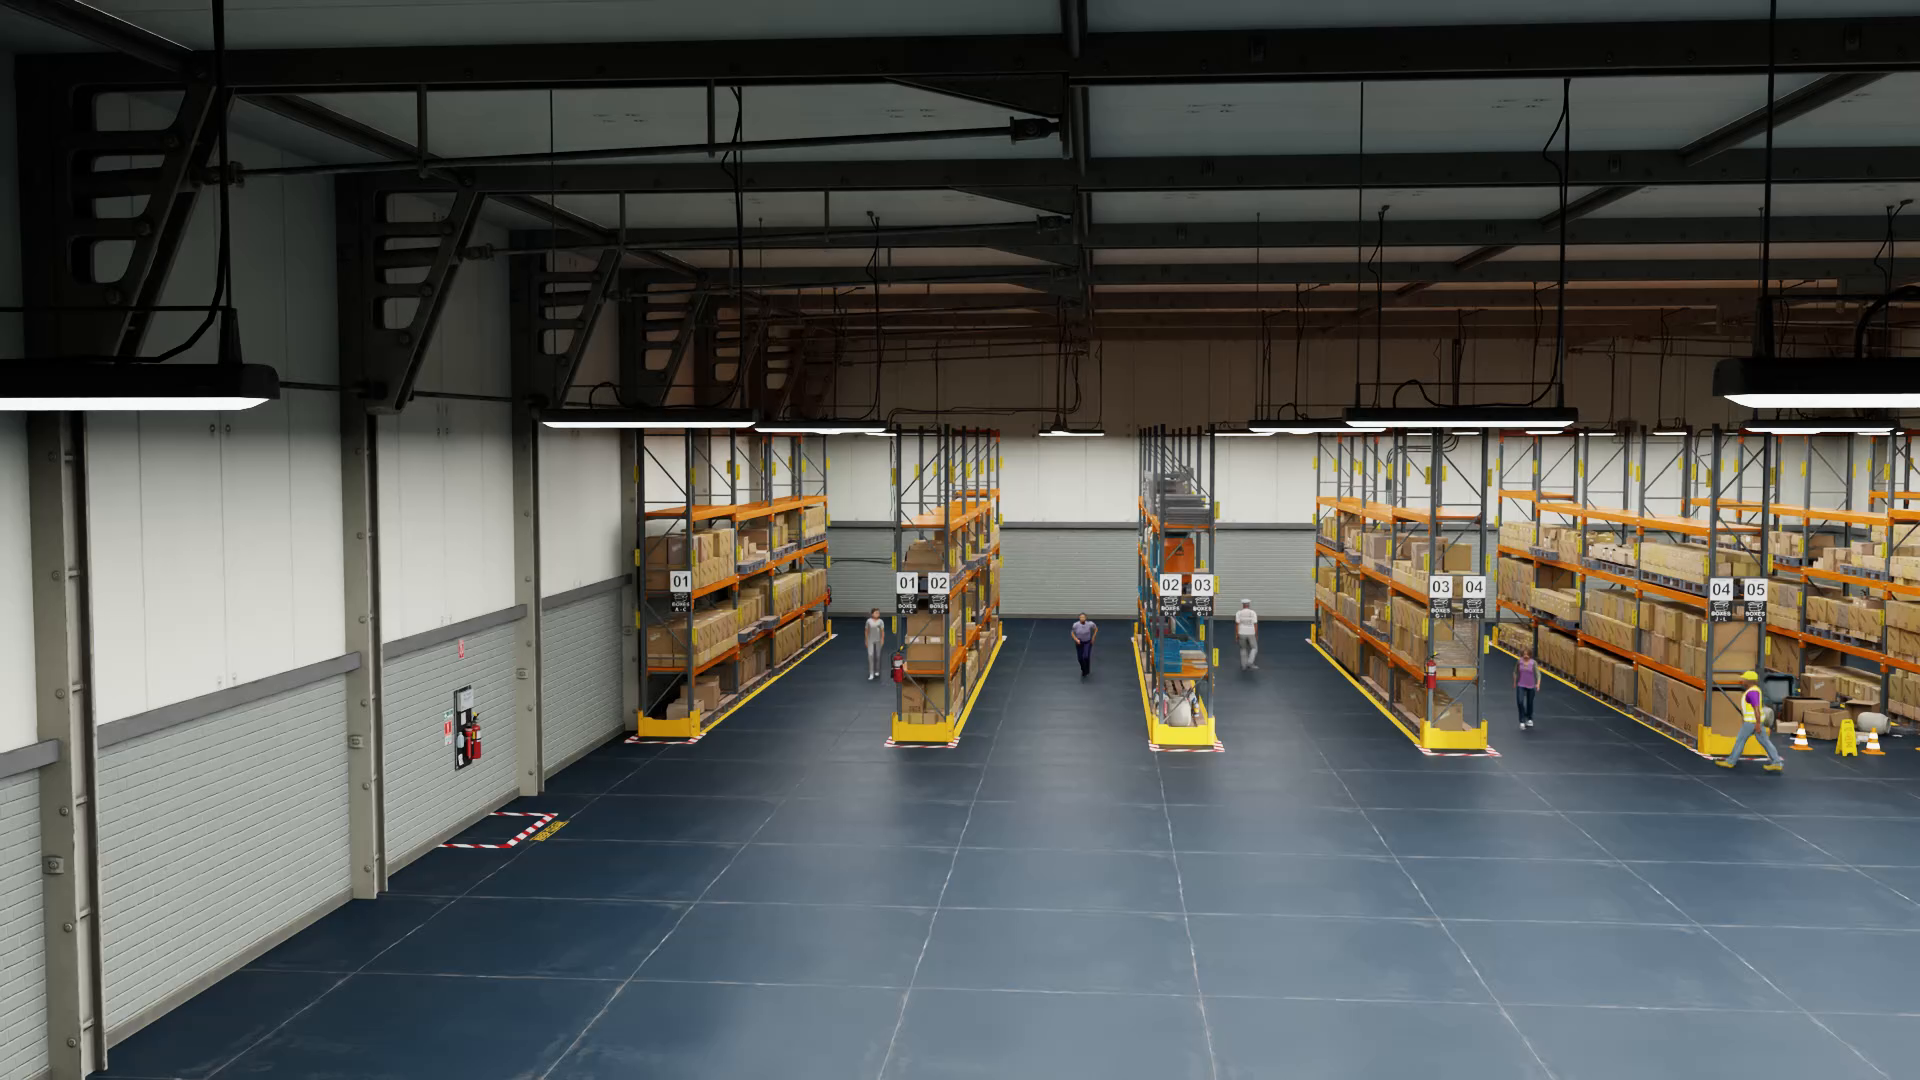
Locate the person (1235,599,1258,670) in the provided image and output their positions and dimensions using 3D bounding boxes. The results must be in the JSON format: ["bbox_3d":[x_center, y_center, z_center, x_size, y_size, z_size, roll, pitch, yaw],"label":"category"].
[{"bbox_3d":[7.096,2.348,41.119,0.585,1.756,0.562,1,4,15],"label":"person"}]

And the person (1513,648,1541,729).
[{"bbox_3d":[11.254,2.941,33.010,0.537,1.598,0.607,2,4,25],"label":"person"}]

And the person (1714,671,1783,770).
[{"bbox_3d":[13.646,3.106,28.705,1.056,1.705,0.605,3,4,37],"label":"person"}]

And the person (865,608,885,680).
[{"bbox_3d":[-2.020,2.473,39.817,0.463,1.668,0.724,-1,4,-11],"label":"person"}]

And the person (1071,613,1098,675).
[{"bbox_3d":[2.999,2.515,40.031,0.624,1.547,0.748,1,4,14],"label":"person"}]
